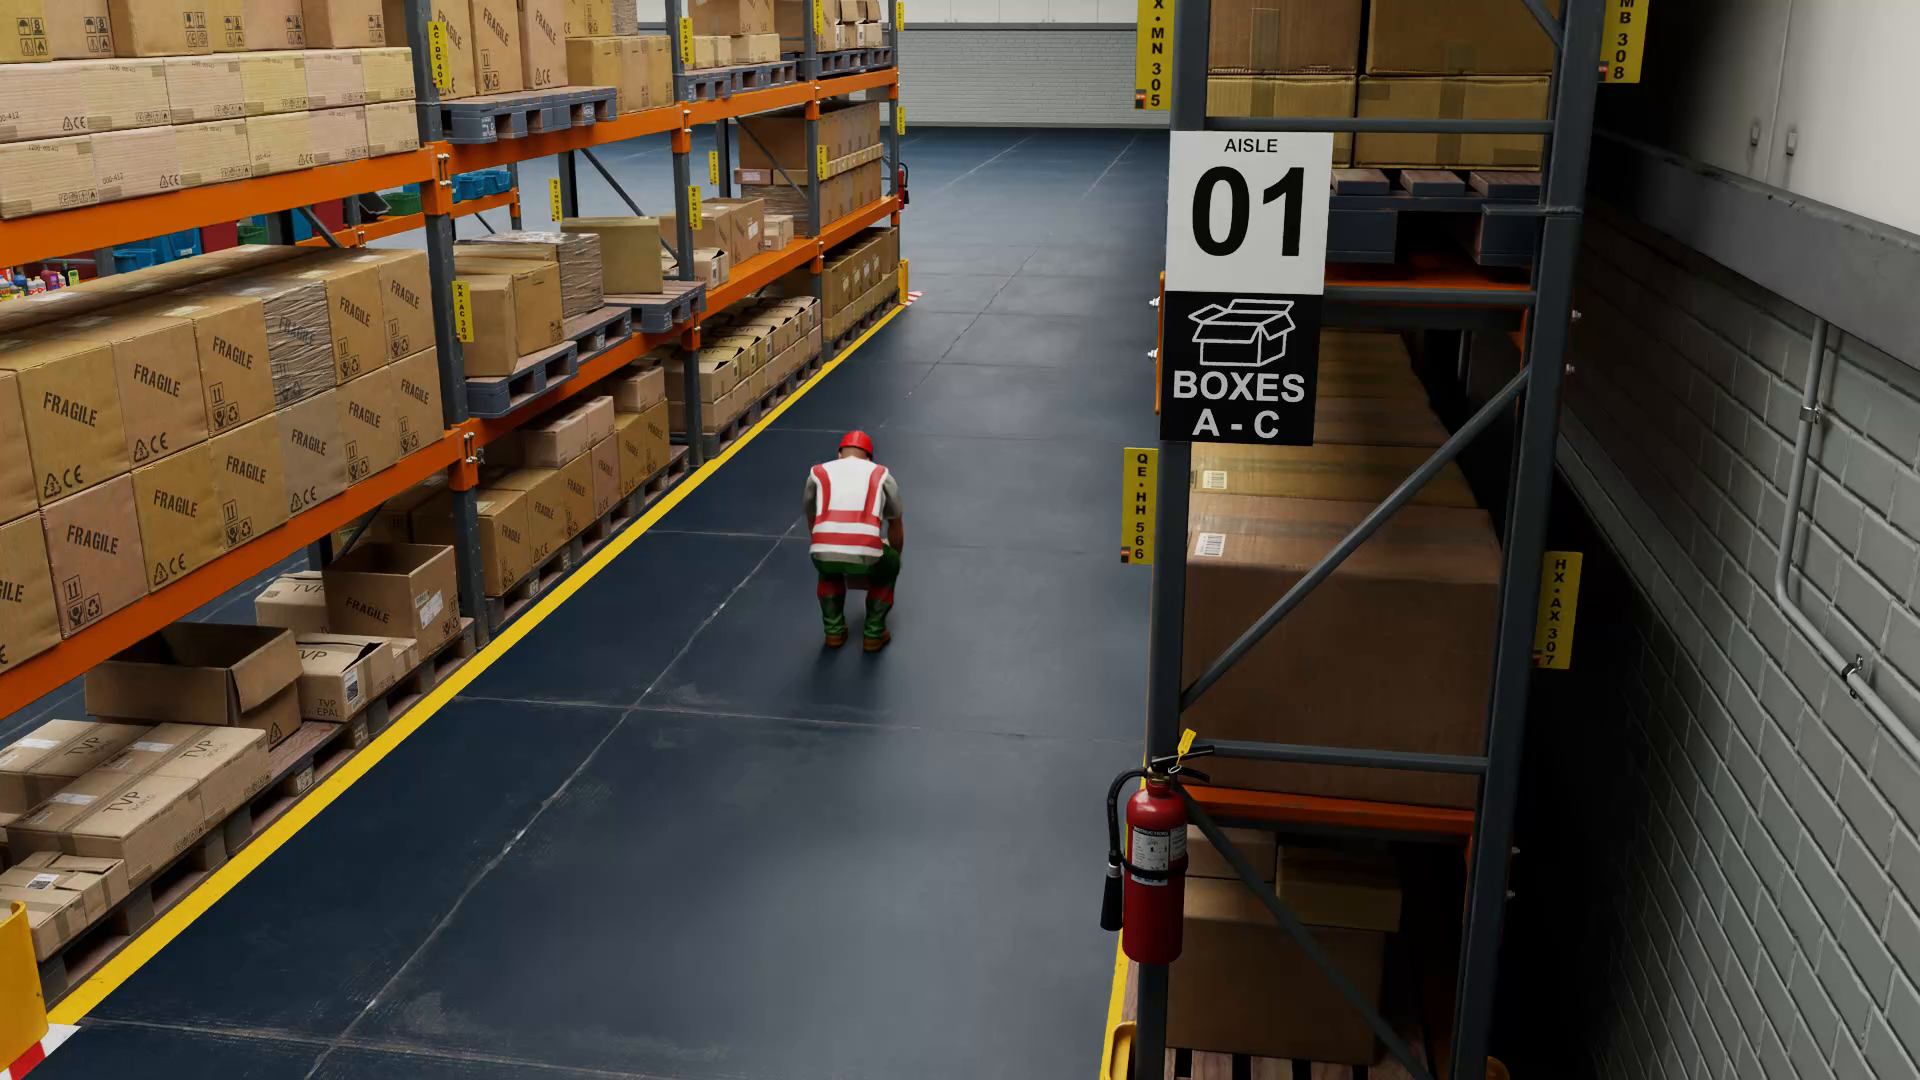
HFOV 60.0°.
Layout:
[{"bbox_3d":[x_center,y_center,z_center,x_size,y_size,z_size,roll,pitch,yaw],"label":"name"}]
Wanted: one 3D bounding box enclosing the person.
[{"bbox_3d":[-0.632,0.012,9.512,0.582,1.161,0.850,3,18,9],"label":"person"}]
